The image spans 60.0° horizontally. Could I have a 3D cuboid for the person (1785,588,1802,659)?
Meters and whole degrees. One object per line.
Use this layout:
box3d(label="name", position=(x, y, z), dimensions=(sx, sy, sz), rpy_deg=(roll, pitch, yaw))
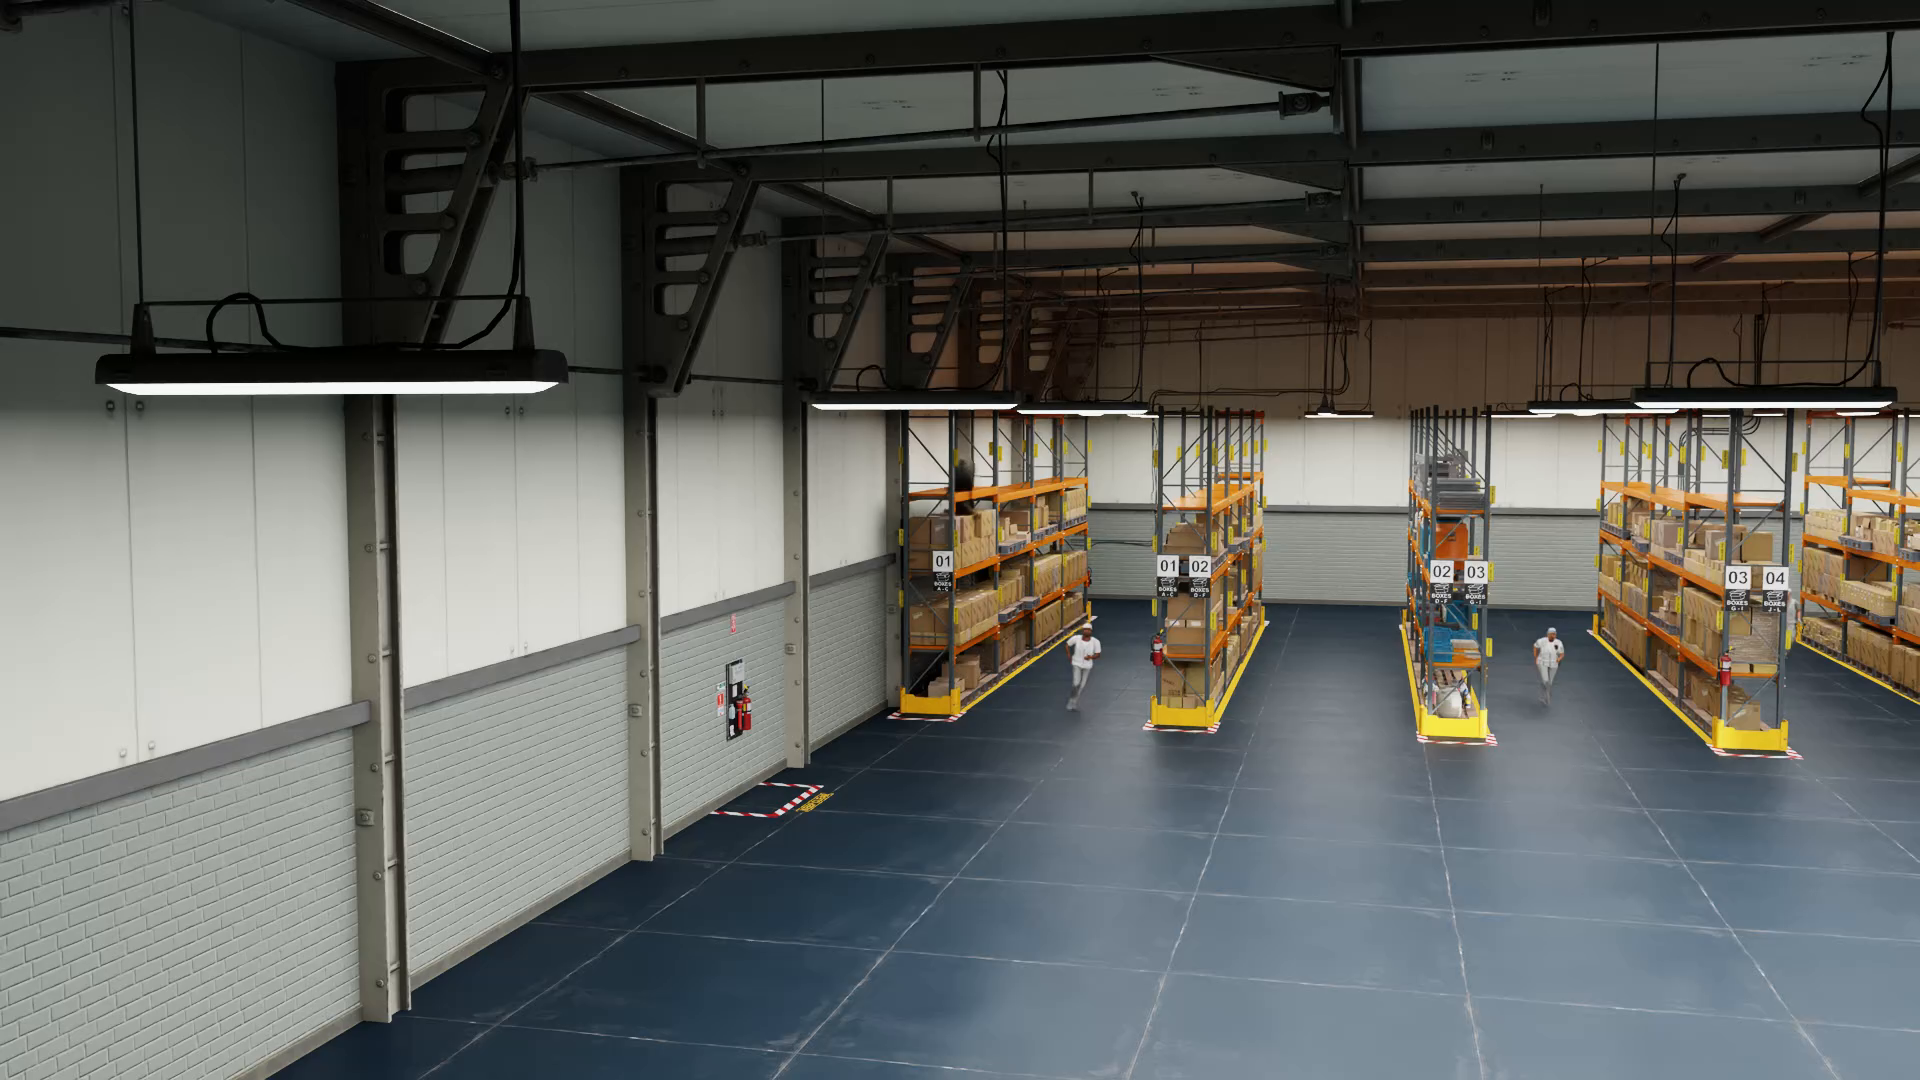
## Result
box3d(label="person", position=(19.862, 1.996, 39.957), dimensions=(0.648, 1.728, 0.626), rpy_deg=(1, 4, 17))

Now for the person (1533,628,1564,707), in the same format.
box3d(label="person", position=(11.843, 2.540, 33.476), dimensions=(0.548, 1.614, 0.863), rpy_deg=(0, 4, 3))

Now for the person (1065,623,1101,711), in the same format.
box3d(label="person", position=(2.436, 2.505, 32.867), dimensions=(0.676, 1.761, 0.638), rpy_deg=(0, 4, -6))
